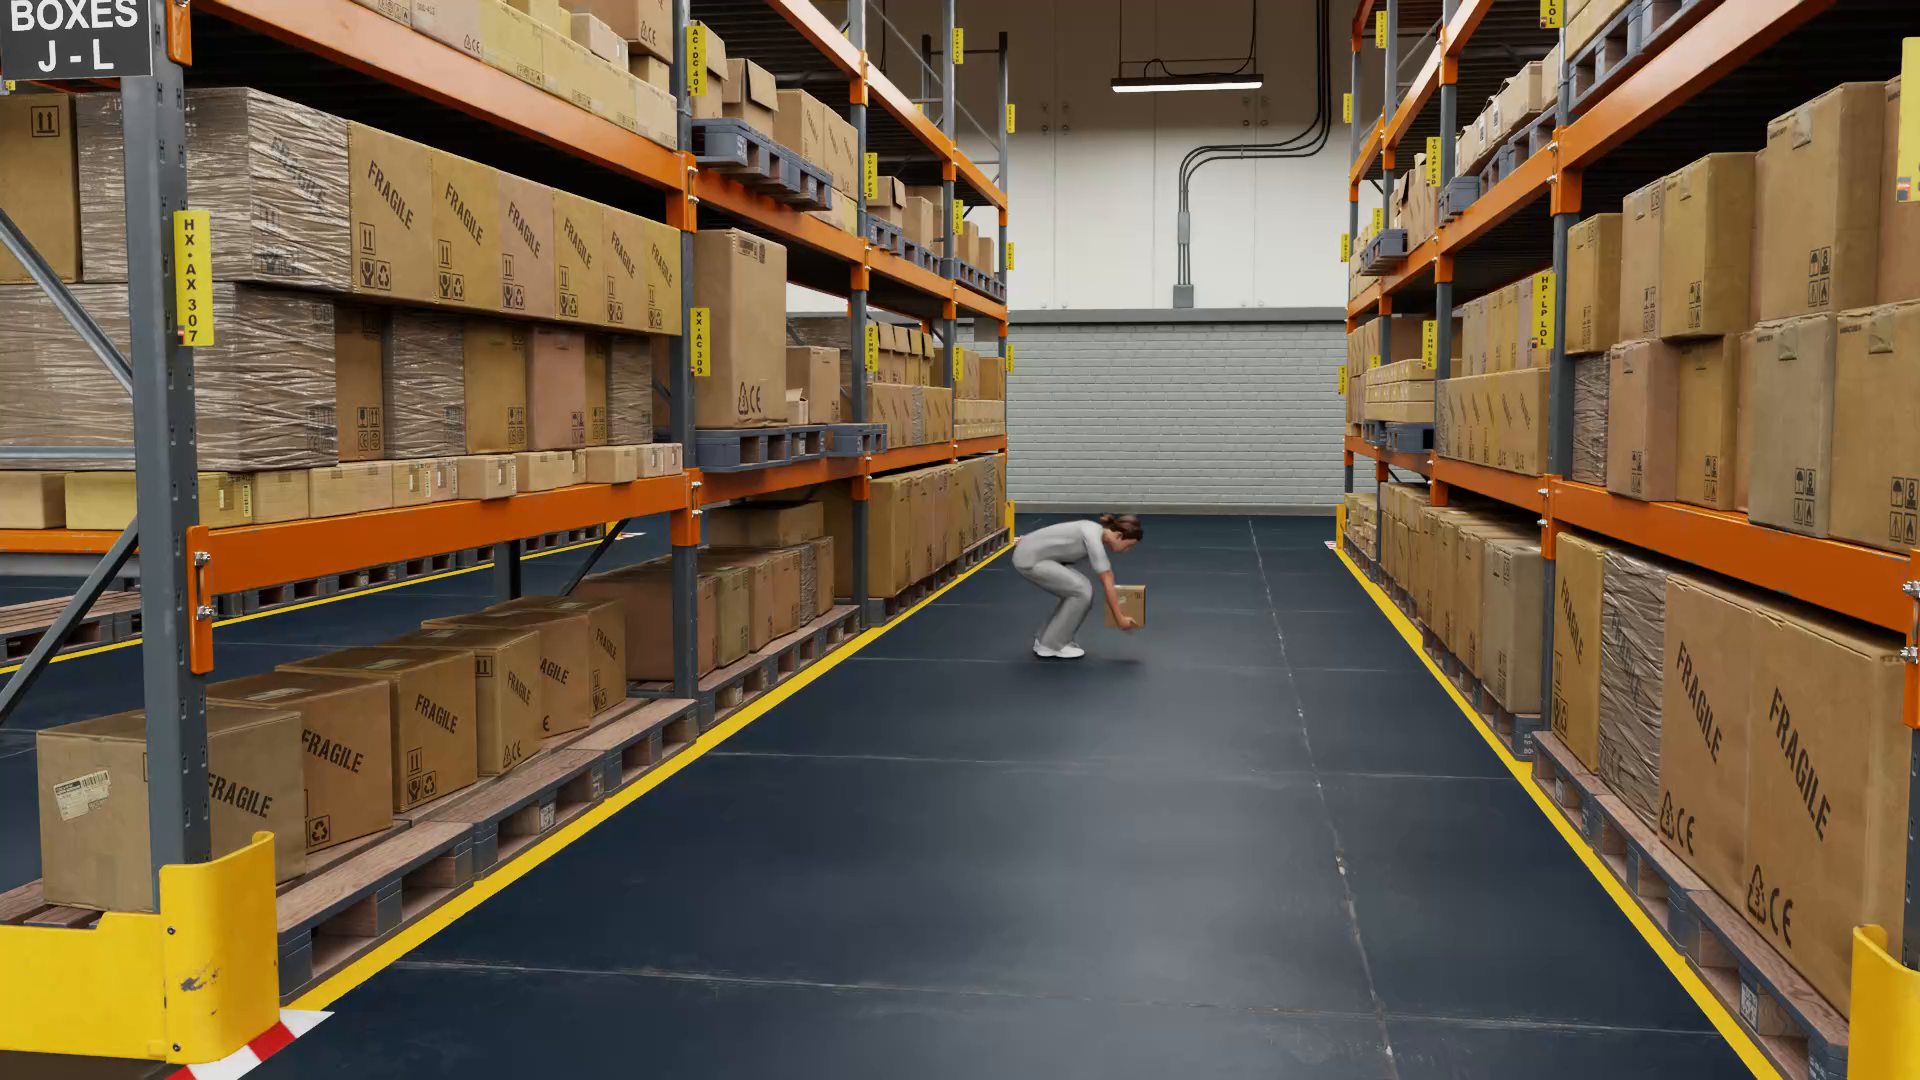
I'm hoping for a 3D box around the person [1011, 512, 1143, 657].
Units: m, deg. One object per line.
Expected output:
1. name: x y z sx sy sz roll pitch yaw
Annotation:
1. person: 0.766 0.294 10.875 0.852 0.930 0.468 1 5 6
